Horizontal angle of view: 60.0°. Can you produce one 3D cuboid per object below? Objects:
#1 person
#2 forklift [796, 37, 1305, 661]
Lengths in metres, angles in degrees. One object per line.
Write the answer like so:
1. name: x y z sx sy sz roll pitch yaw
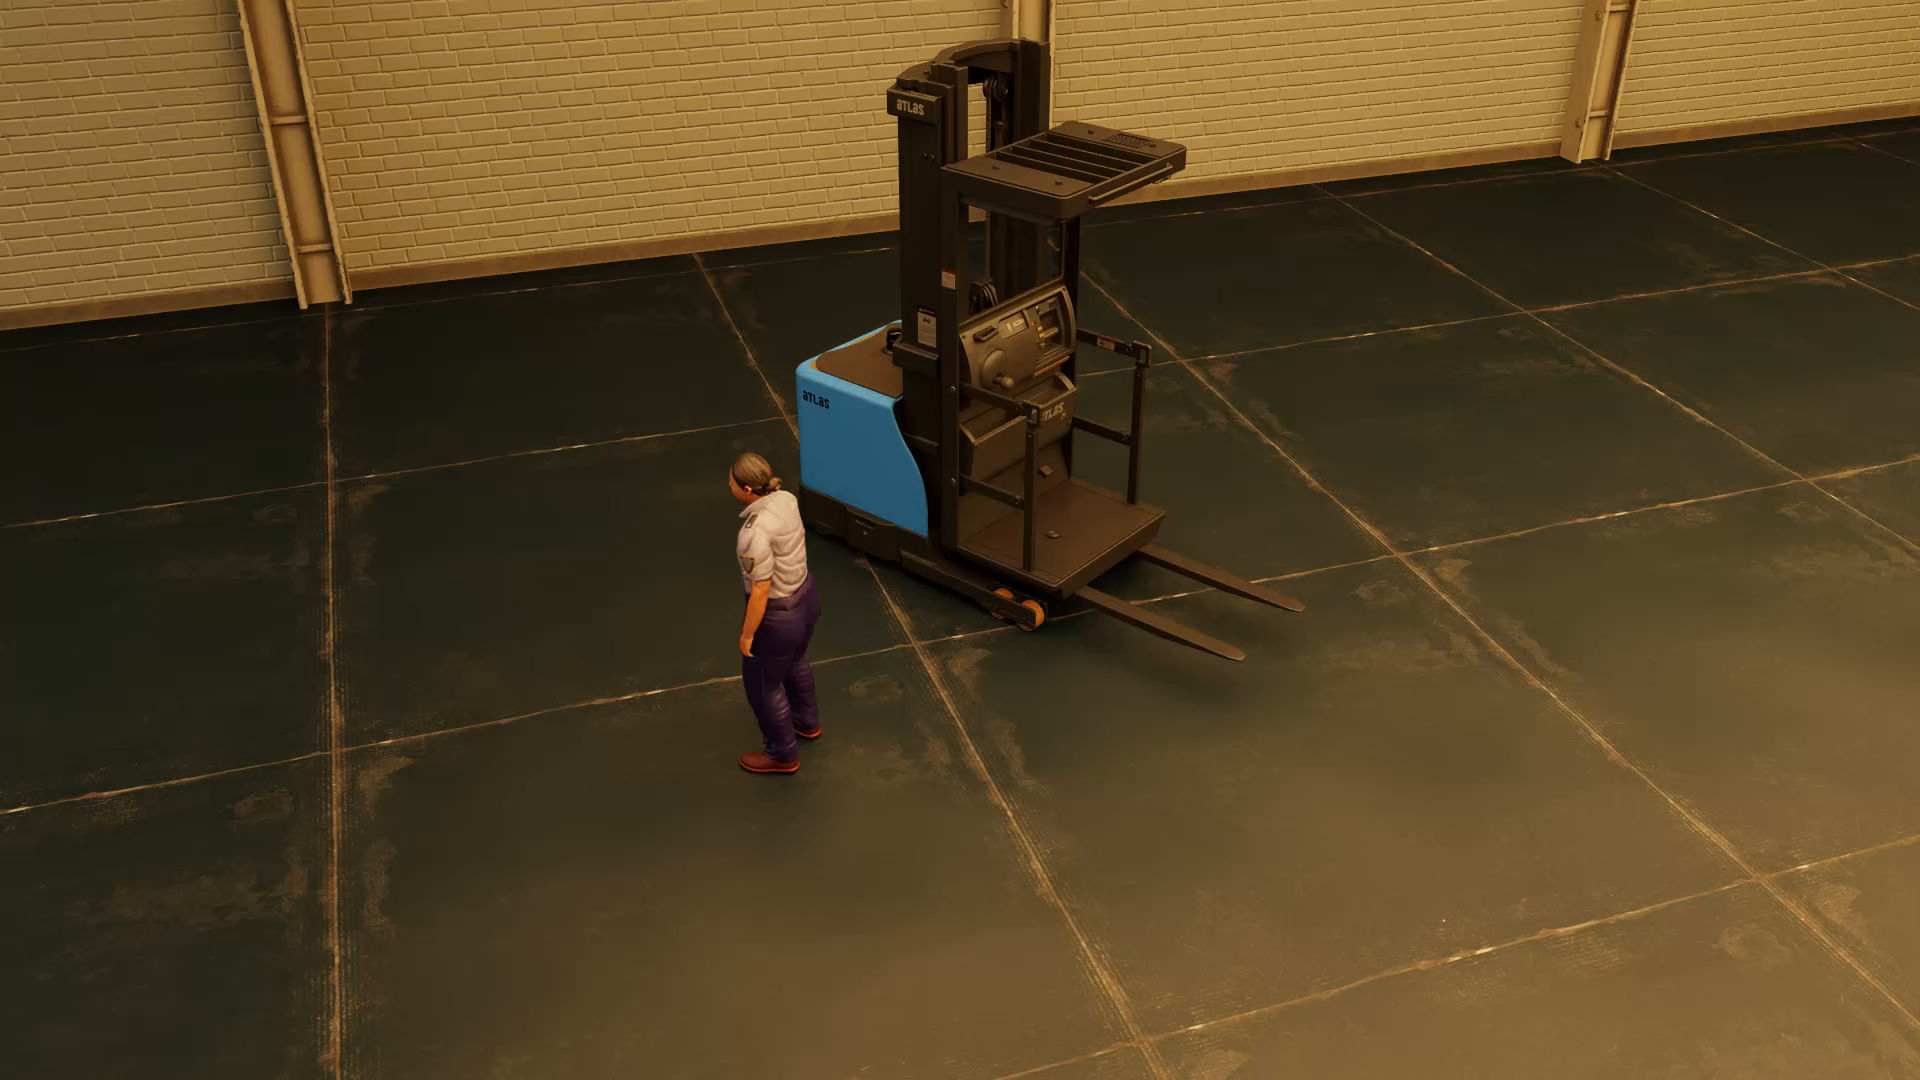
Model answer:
1. person: -0.859 0.332 7.794 0.366 1.652 0.562 10 31 16
2. forklift: 0.484 -1.070 8.946 3.031 2.935 1.130 23 37 34
